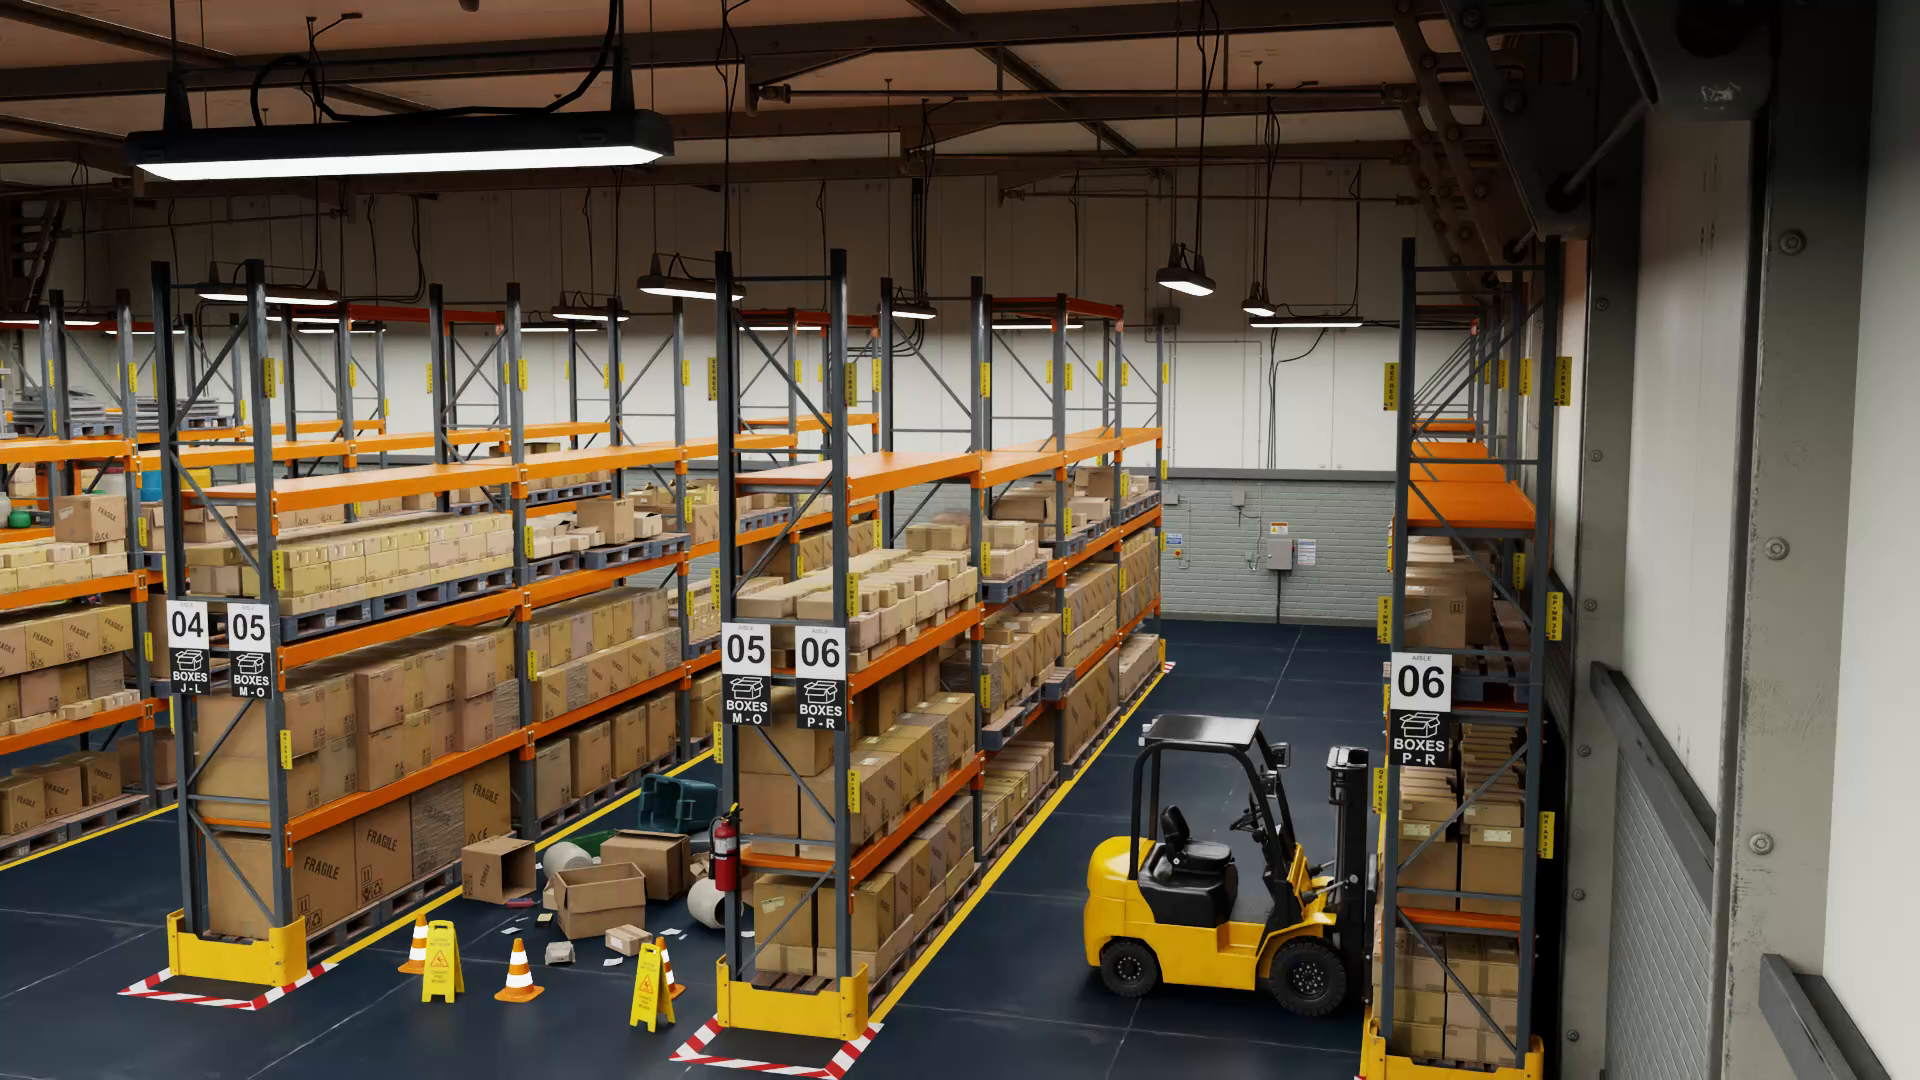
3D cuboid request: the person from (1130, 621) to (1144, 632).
[{"bbox_3d":[3.044,1.010,31.574,0.948,1.619,0.499,0,6,-2],"label":"person"}]
